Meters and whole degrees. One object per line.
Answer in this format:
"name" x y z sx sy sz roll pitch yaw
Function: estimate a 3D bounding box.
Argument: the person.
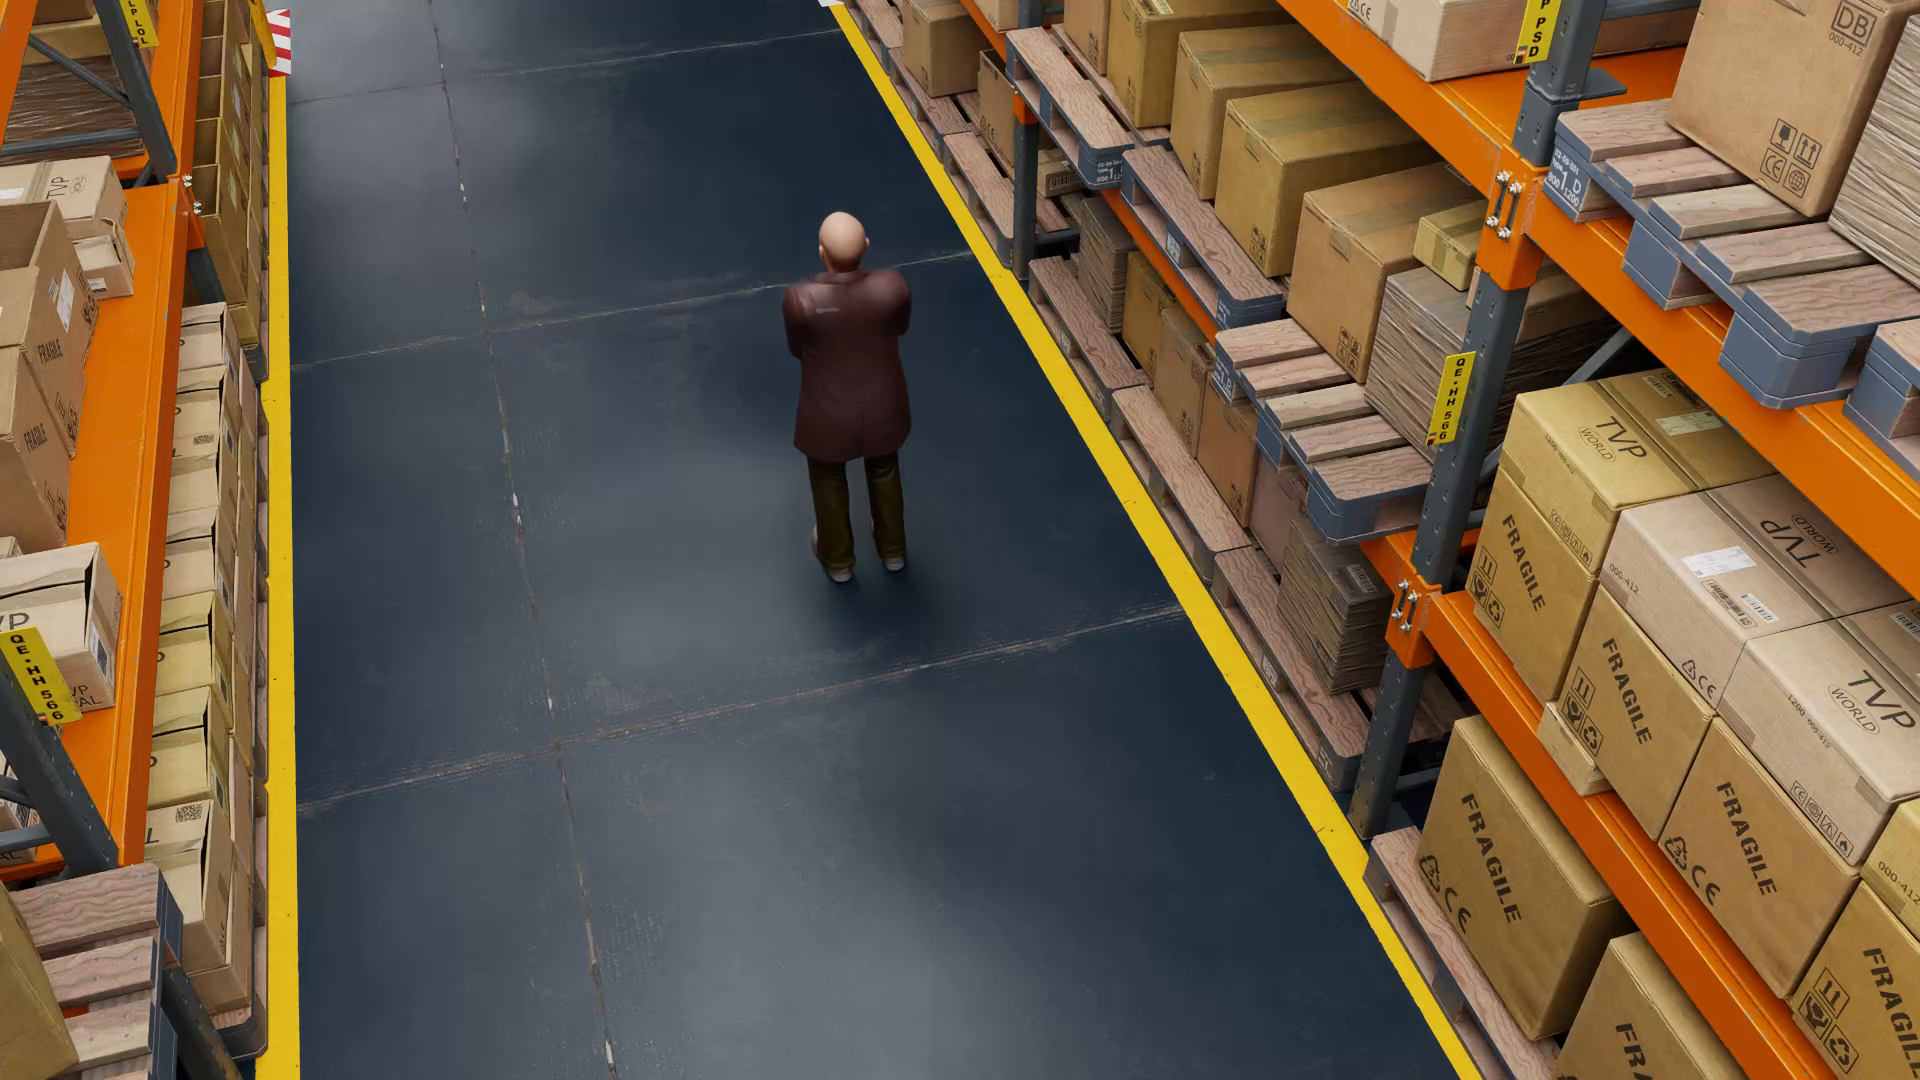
"person" -0.477 -0.650 6.905 0.527 1.775 0.556 -11 43 -12
